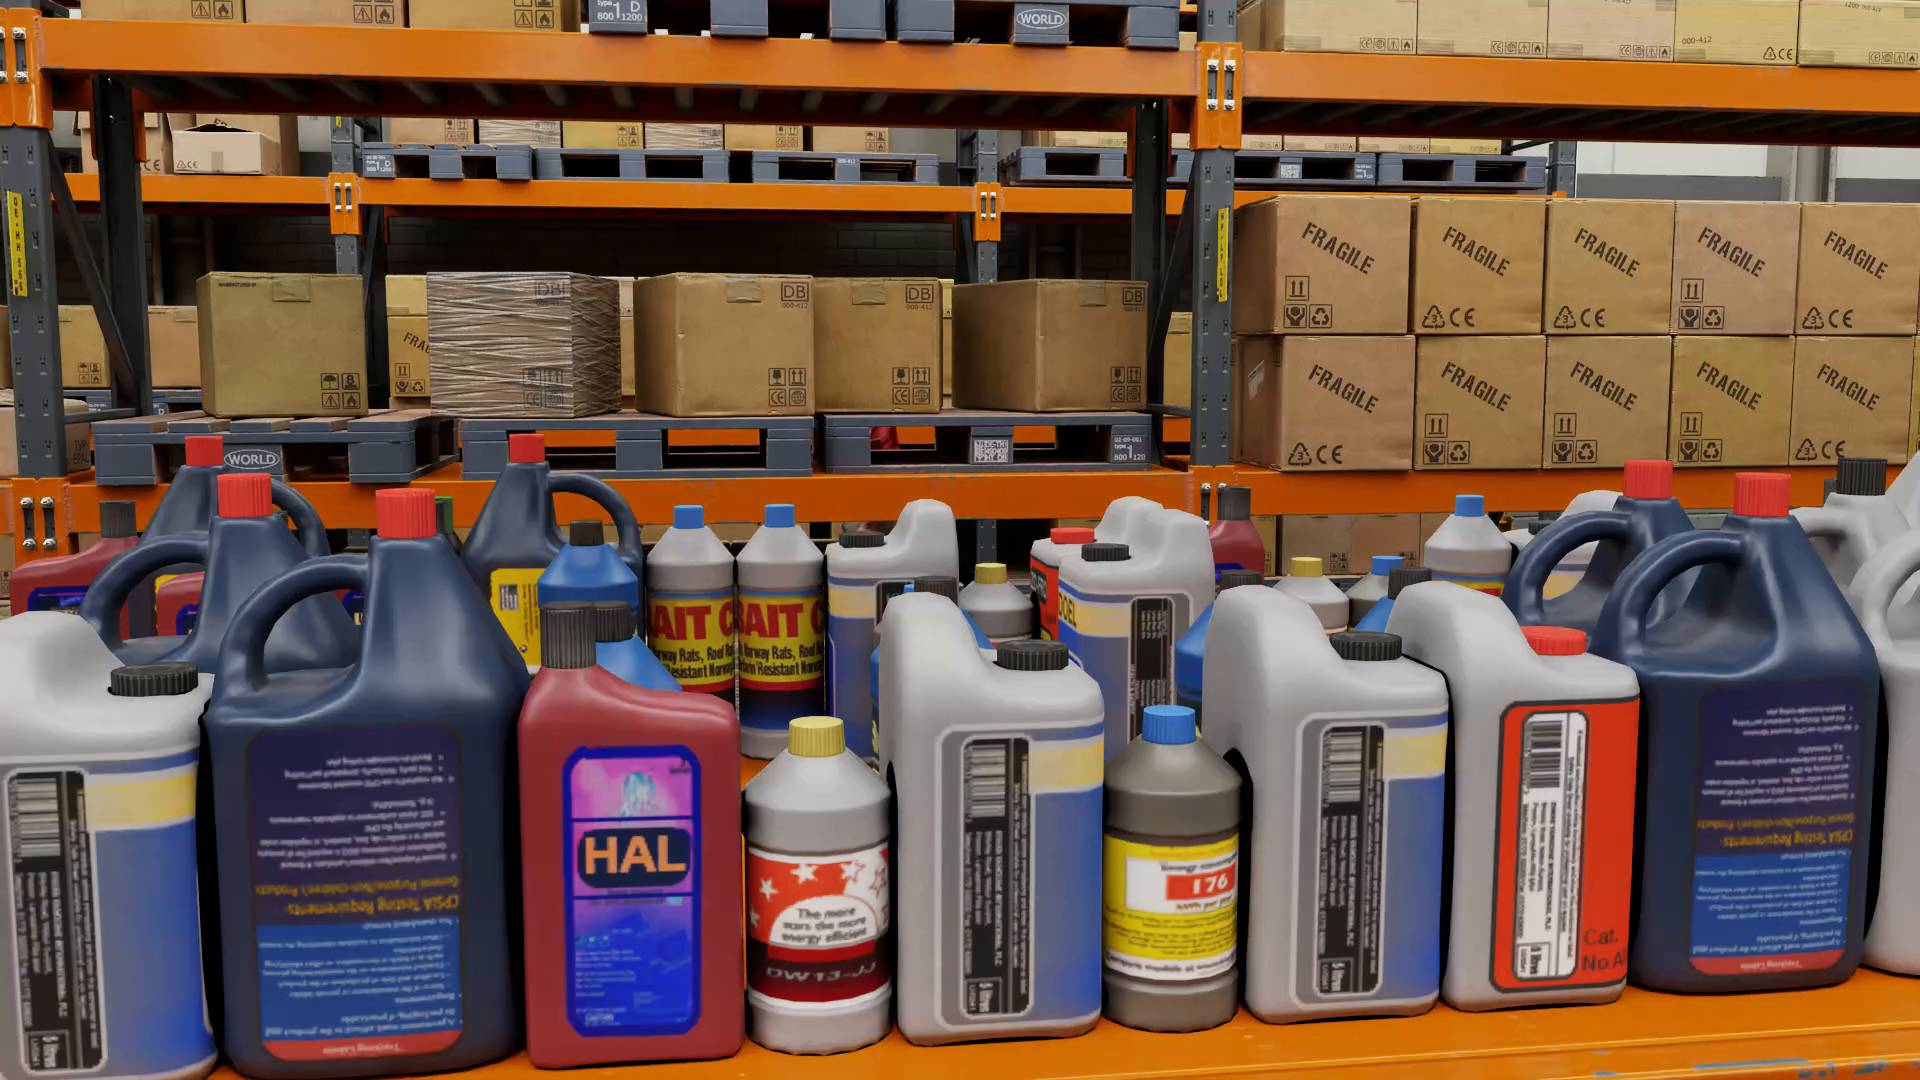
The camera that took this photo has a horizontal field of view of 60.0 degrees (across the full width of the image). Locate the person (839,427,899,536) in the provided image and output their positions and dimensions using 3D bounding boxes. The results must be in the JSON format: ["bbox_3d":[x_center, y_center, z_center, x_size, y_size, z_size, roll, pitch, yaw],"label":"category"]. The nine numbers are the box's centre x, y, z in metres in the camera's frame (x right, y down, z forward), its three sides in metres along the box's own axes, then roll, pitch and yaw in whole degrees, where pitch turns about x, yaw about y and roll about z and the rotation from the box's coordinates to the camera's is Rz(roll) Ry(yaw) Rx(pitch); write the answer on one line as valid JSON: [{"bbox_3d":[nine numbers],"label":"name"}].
[{"bbox_3d":[-0.487,-0.087,8.540,0.384,1.728,0.603,-1,7,-11],"label":"person"}]
